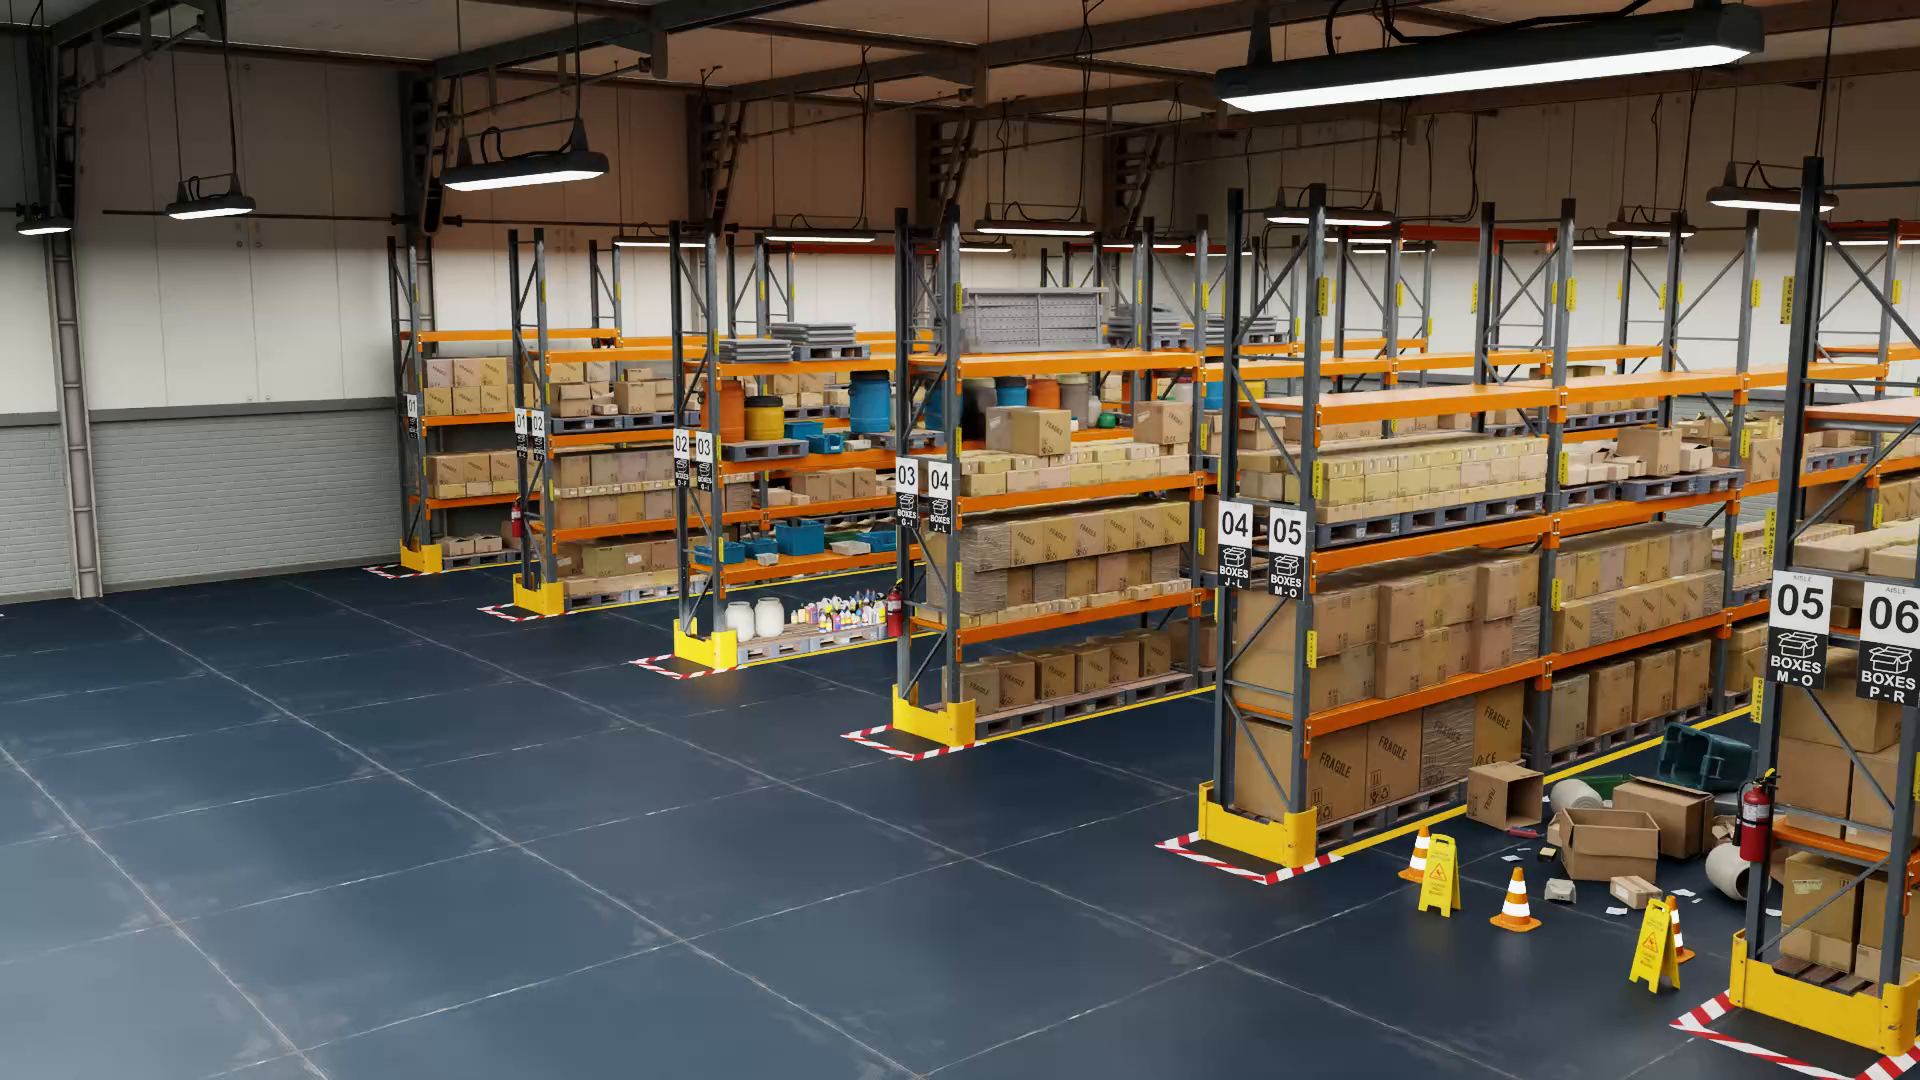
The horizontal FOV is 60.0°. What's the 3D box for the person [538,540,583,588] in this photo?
[{"bbox_3d":[-6.829,-0.051,28.474,0.894,1.676,0.571,-8,12,-42],"label":"person"}]
